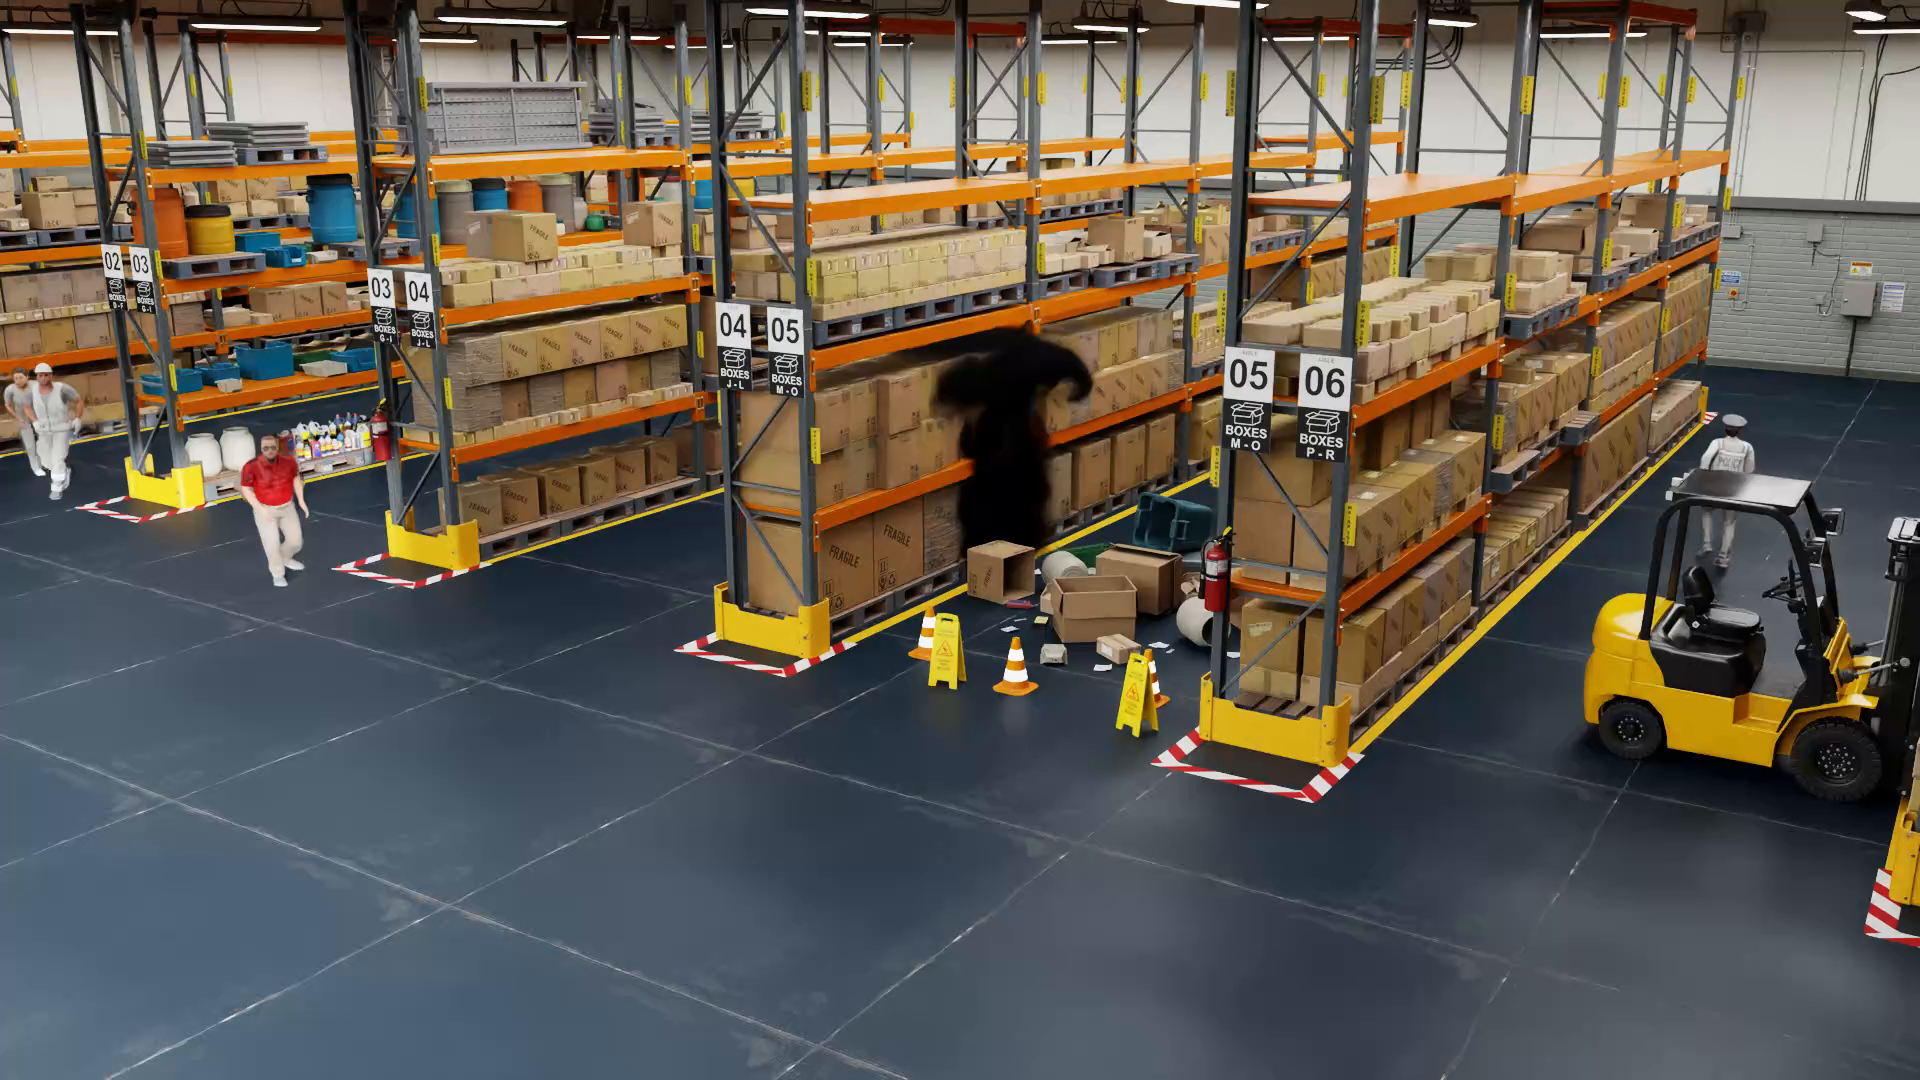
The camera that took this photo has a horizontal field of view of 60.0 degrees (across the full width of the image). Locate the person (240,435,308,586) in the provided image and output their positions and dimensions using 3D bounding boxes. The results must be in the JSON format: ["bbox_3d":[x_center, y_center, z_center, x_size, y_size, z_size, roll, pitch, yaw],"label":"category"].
[{"bbox_3d":[-7.160,-0.332,17.329,0.649,1.647,0.759,-13,20,-38],"label":"person"}]

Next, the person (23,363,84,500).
[{"bbox_3d":[-11.429,-1.406,21.072,0.680,1.751,0.678,-1,16,-5],"label":"person"}]

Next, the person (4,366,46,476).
[{"bbox_3d":[-12.396,-1.610,22.173,0.598,1.525,0.811,-14,21,-40],"label":"person"}]

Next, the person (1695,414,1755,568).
[{"bbox_3d":[8.329,-0.532,18.137,0.593,1.627,0.919,5,16,19],"label":"person"}]
